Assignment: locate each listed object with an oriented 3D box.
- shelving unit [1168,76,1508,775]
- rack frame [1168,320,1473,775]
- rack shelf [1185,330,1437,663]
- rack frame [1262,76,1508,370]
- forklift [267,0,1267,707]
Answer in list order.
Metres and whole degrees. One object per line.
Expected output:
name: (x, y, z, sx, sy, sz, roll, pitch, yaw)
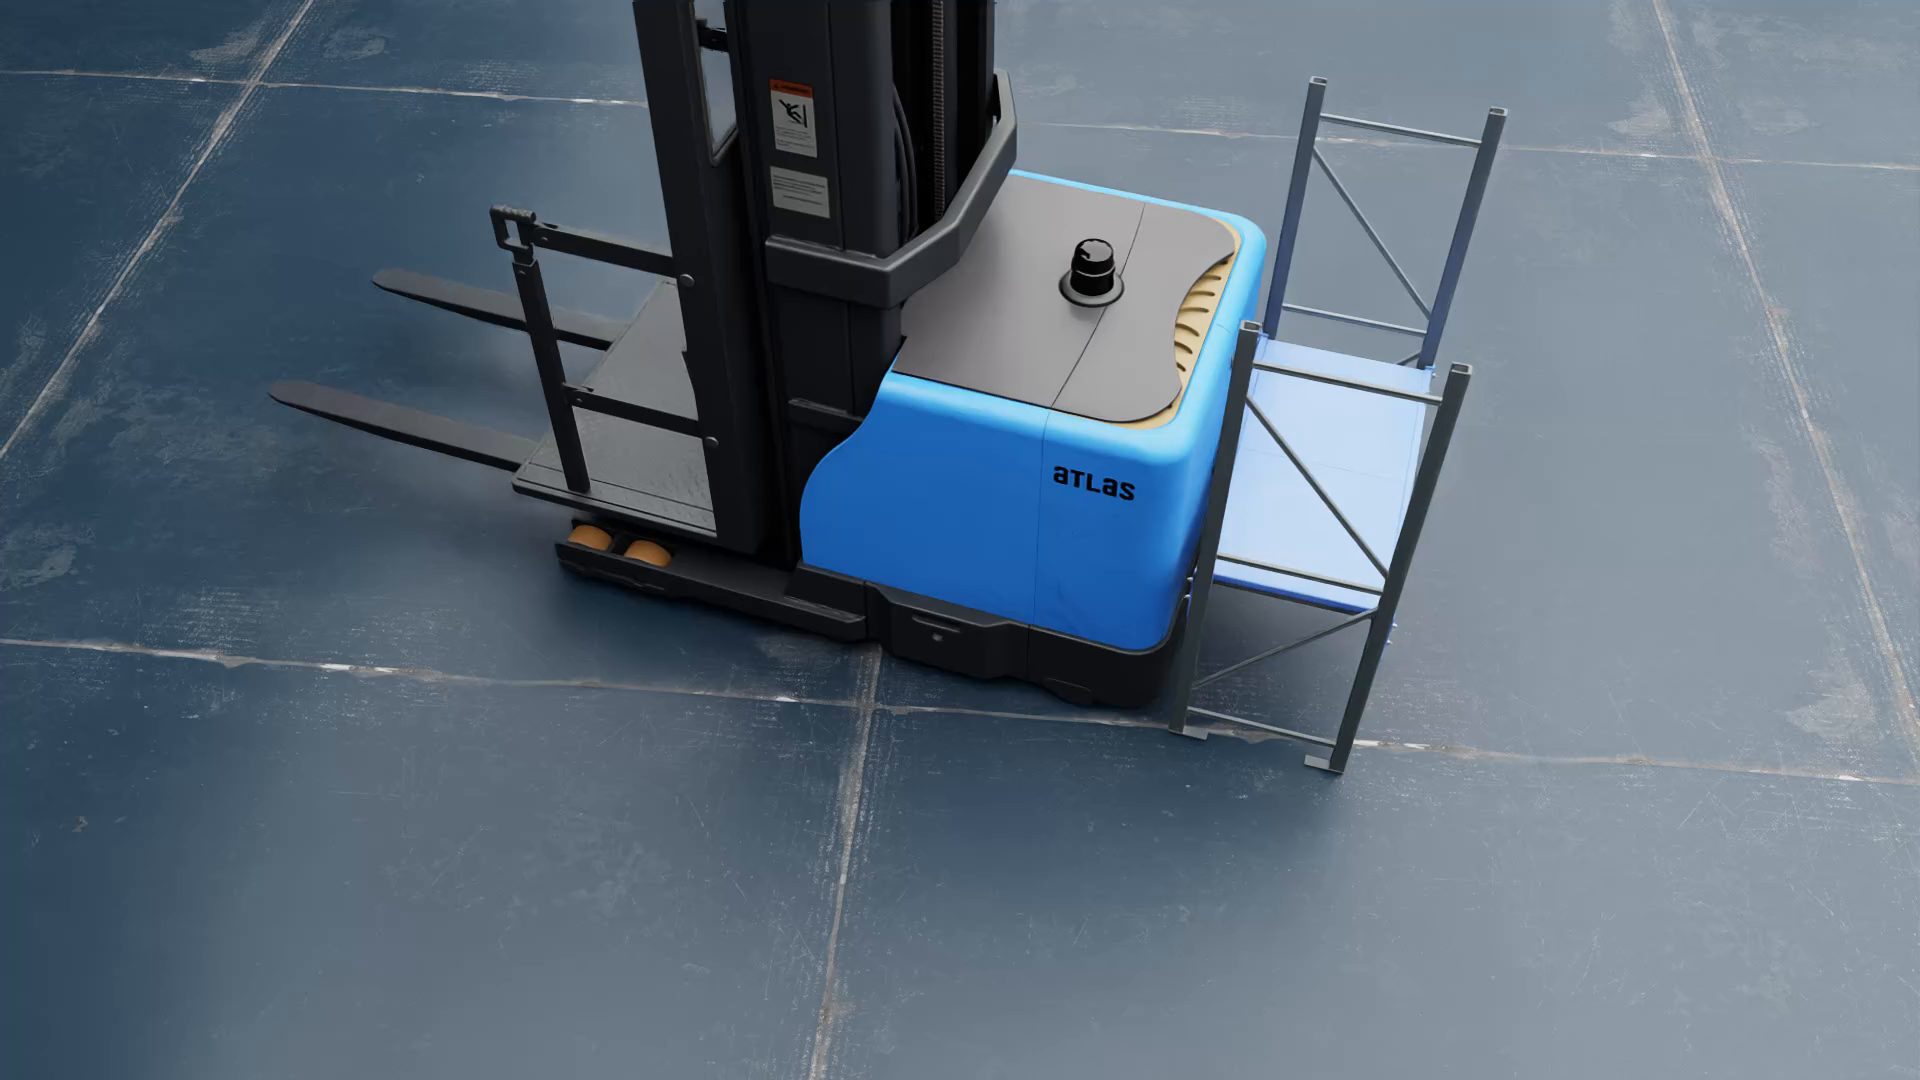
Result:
shelving unit: (0.991, -0.273, 4.479, 0.538, 1.500, 1.048, 13, 49, 11)
rack frame: (0.845, 0.087, 4.150, 0.500, 1.500, 0.032, 13, 49, 11)
rack shelf: (0.988, -0.152, 4.612, 0.538, 0.185, 1.000, 13, 49, 11)
rack frame: (1.136, -0.632, 4.807, 0.500, 1.500, 0.032, 13, 49, 11)
forklift: (-0.708, -1.179, 4.342, 3.031, 2.935, 1.130, 14, 49, 13)
